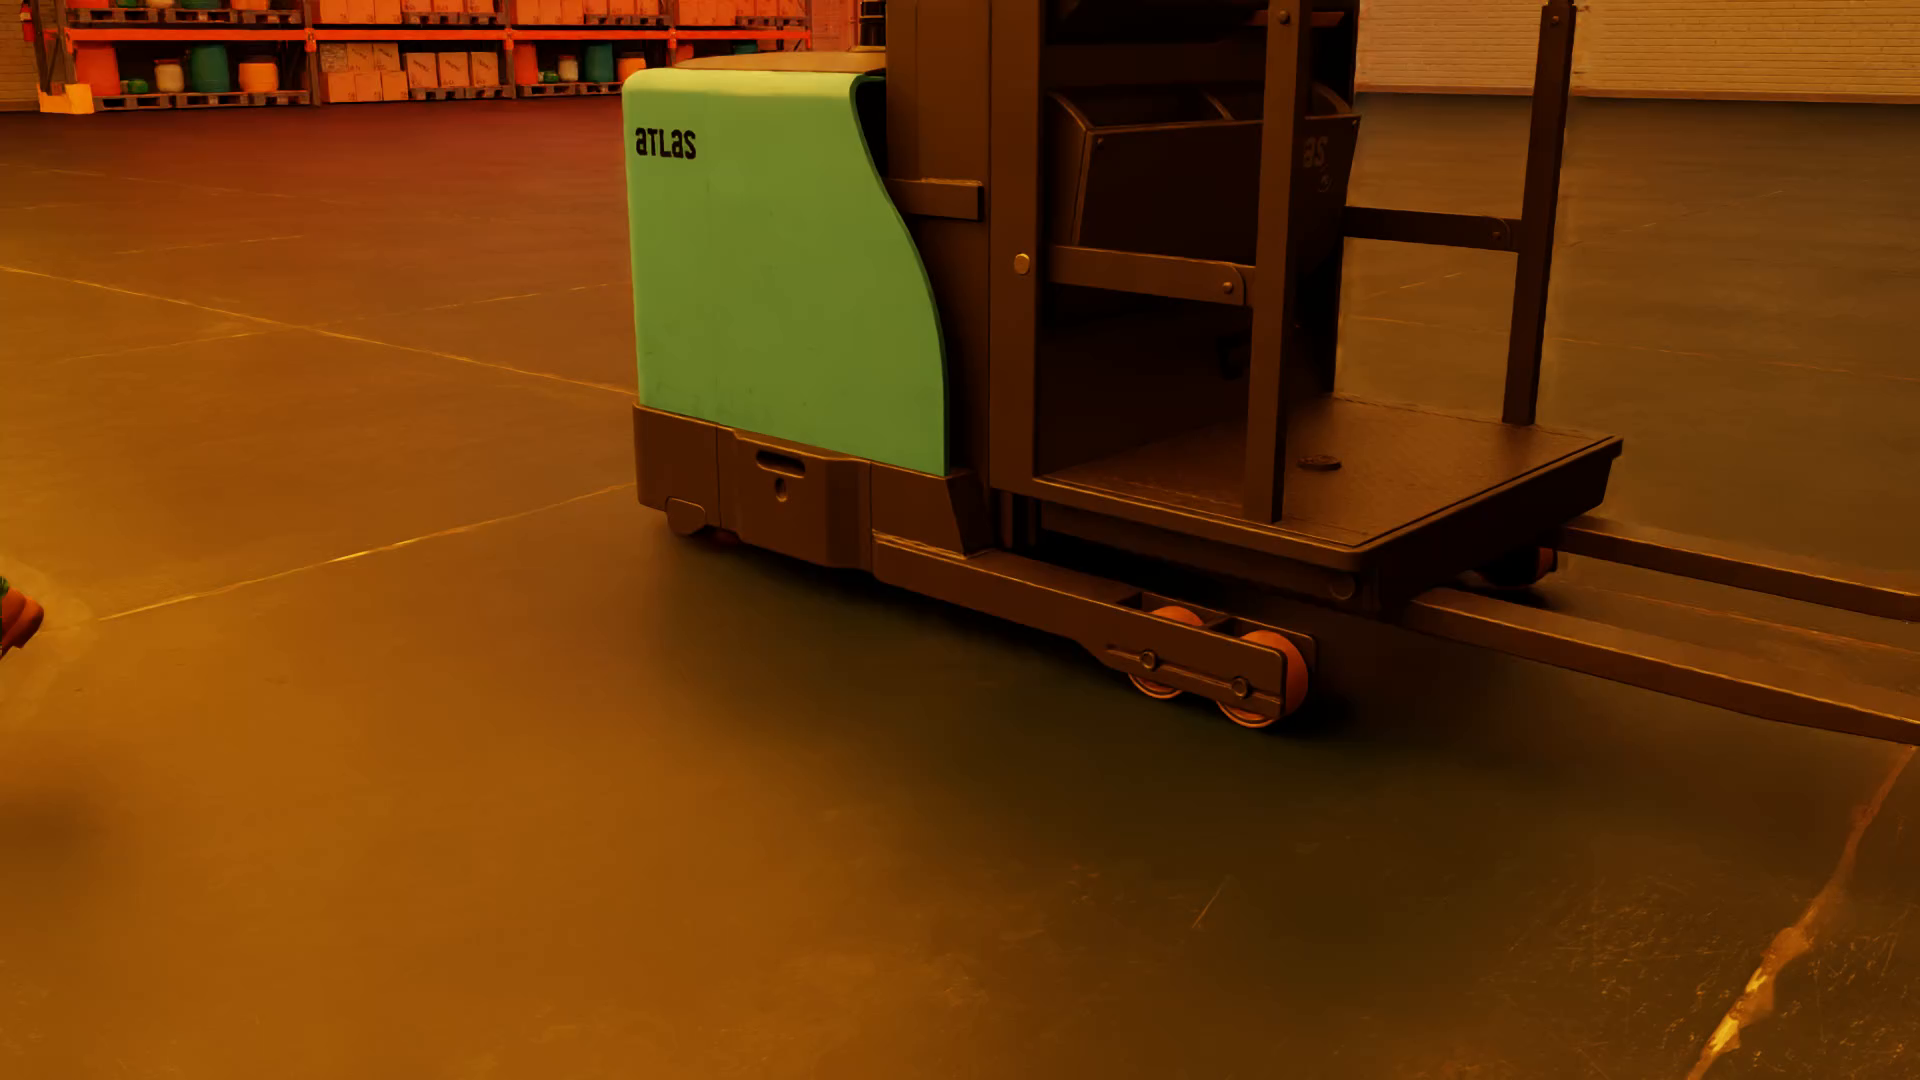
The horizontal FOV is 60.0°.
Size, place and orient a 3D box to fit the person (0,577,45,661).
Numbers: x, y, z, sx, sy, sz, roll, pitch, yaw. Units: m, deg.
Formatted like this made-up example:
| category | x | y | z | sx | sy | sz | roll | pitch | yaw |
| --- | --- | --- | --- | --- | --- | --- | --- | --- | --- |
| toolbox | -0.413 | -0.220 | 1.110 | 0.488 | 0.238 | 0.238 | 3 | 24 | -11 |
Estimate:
| category | x | y | z | sx | sy | sz | roll | pitch | yaw |
| --- | --- | --- | --- | --- | --- | --- | --- | --- | --- |
| person | -2.054 | -0.429 | 2.640 | 1.158 | 1.655 | 0.505 | 11 | 20 | 33 |

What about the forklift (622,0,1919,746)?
| category | x | y | z | sx | sy | sz | roll | pitch | yaw |
| --- | --- | --- | --- | --- | --- | --- | --- | --- | --- |
| forklift | 0.648 | -1.249 | 3.010 | 3.031 | 2.935 | 1.130 | 15 | 22 | 40 |
